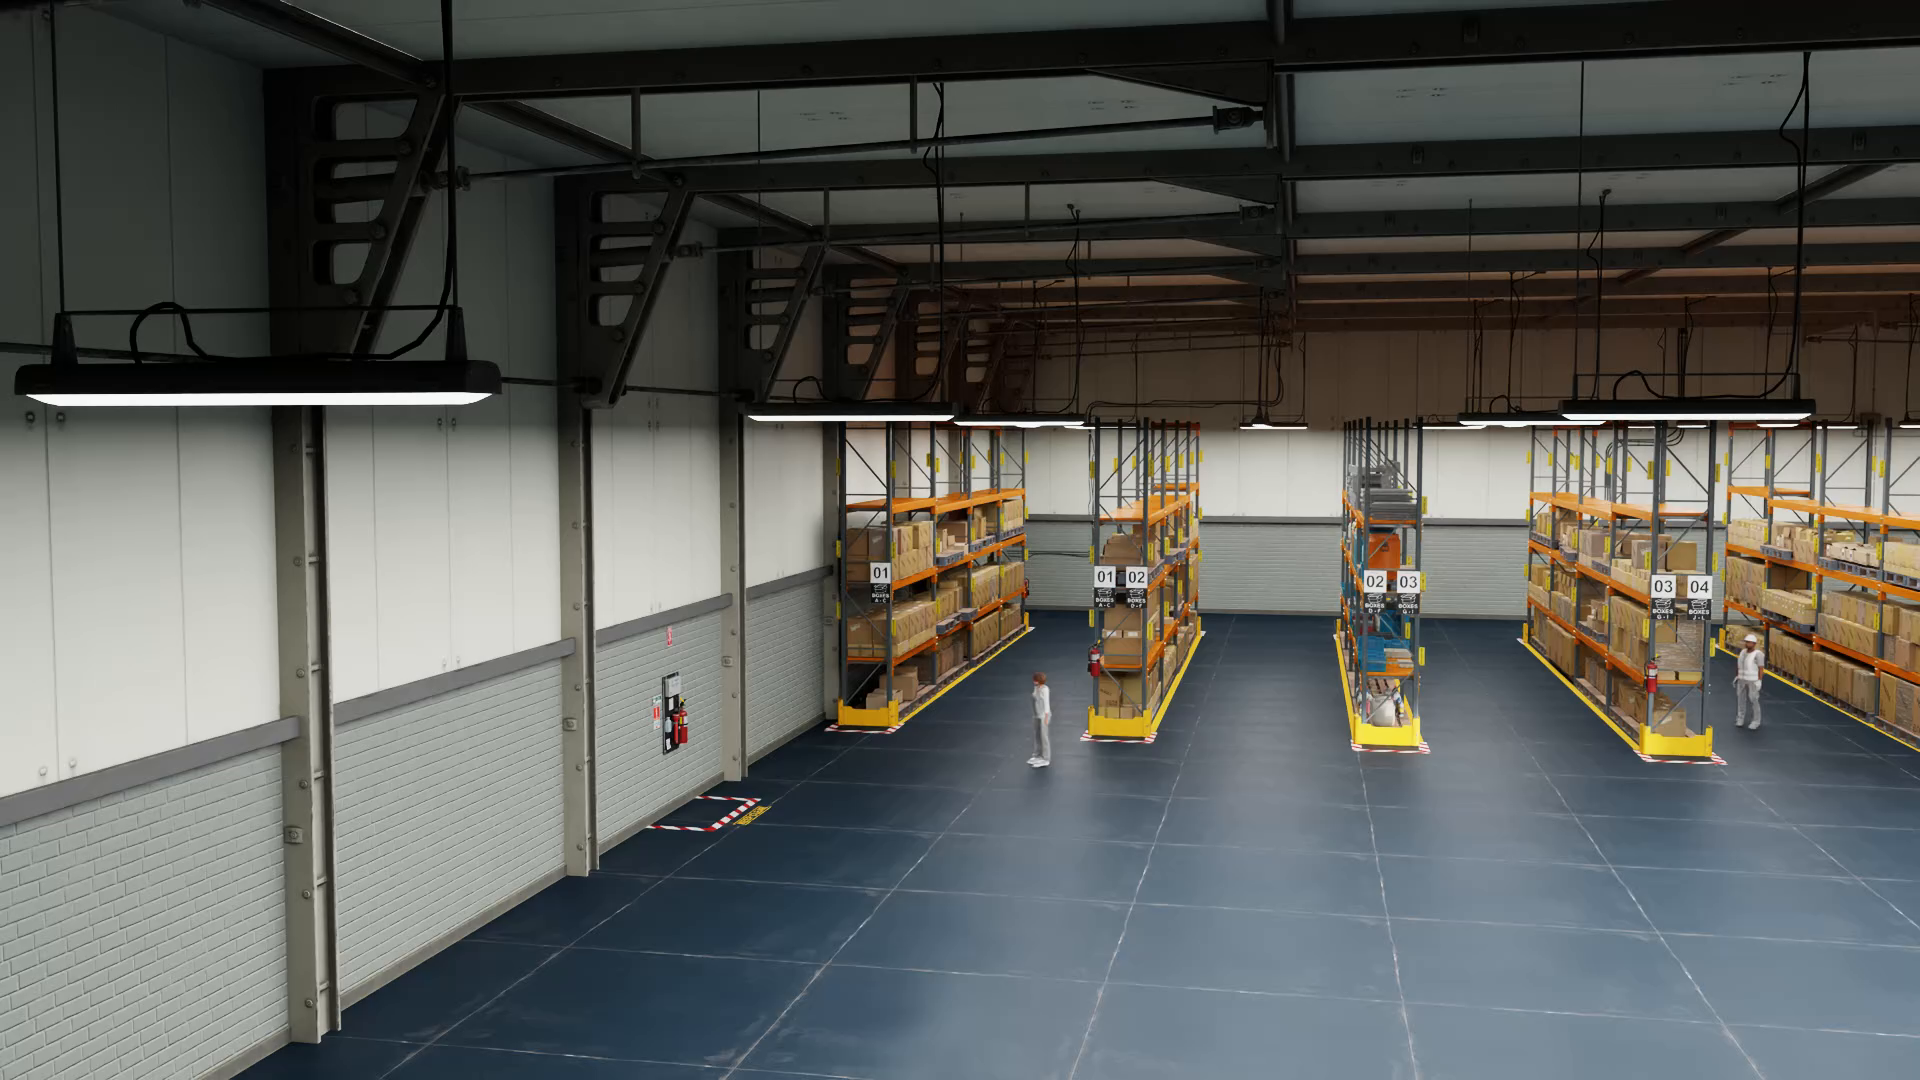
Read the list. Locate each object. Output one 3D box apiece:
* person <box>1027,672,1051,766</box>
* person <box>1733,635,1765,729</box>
[{"bbox_3d":[1.362,3.072,28.581,0.377,1.582,0.448,-2,4,-26],"label":"person"},{"bbox_3d":[15.277,2.728,32.233,0.384,1.792,0.599,-2,4,-26],"label":"person"}]
